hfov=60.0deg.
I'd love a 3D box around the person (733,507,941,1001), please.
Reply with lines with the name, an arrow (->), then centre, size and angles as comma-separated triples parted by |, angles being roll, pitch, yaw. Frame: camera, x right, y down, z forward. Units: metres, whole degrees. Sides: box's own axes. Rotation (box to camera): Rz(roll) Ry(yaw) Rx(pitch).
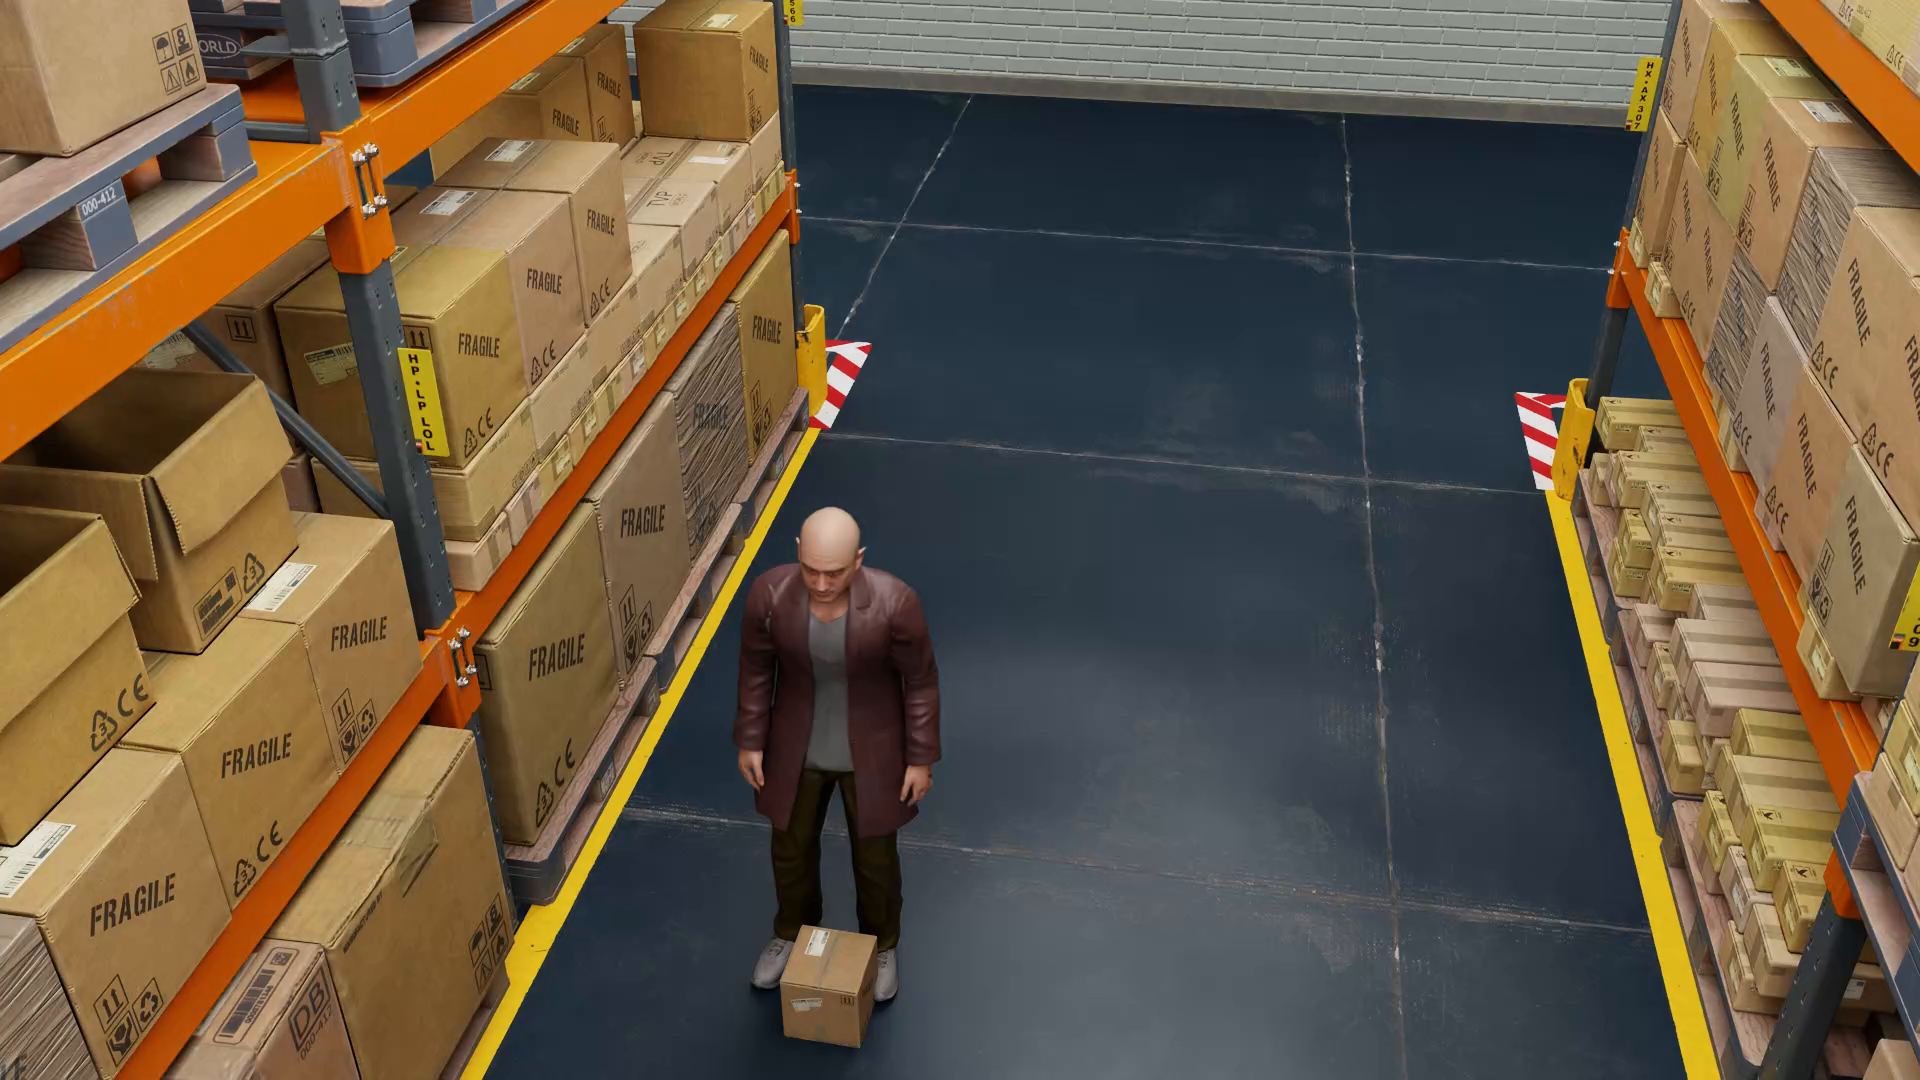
person -> -0.377, 0.648, 5.112 | 0.650, 1.774, 0.418 | 5, 32, 8
